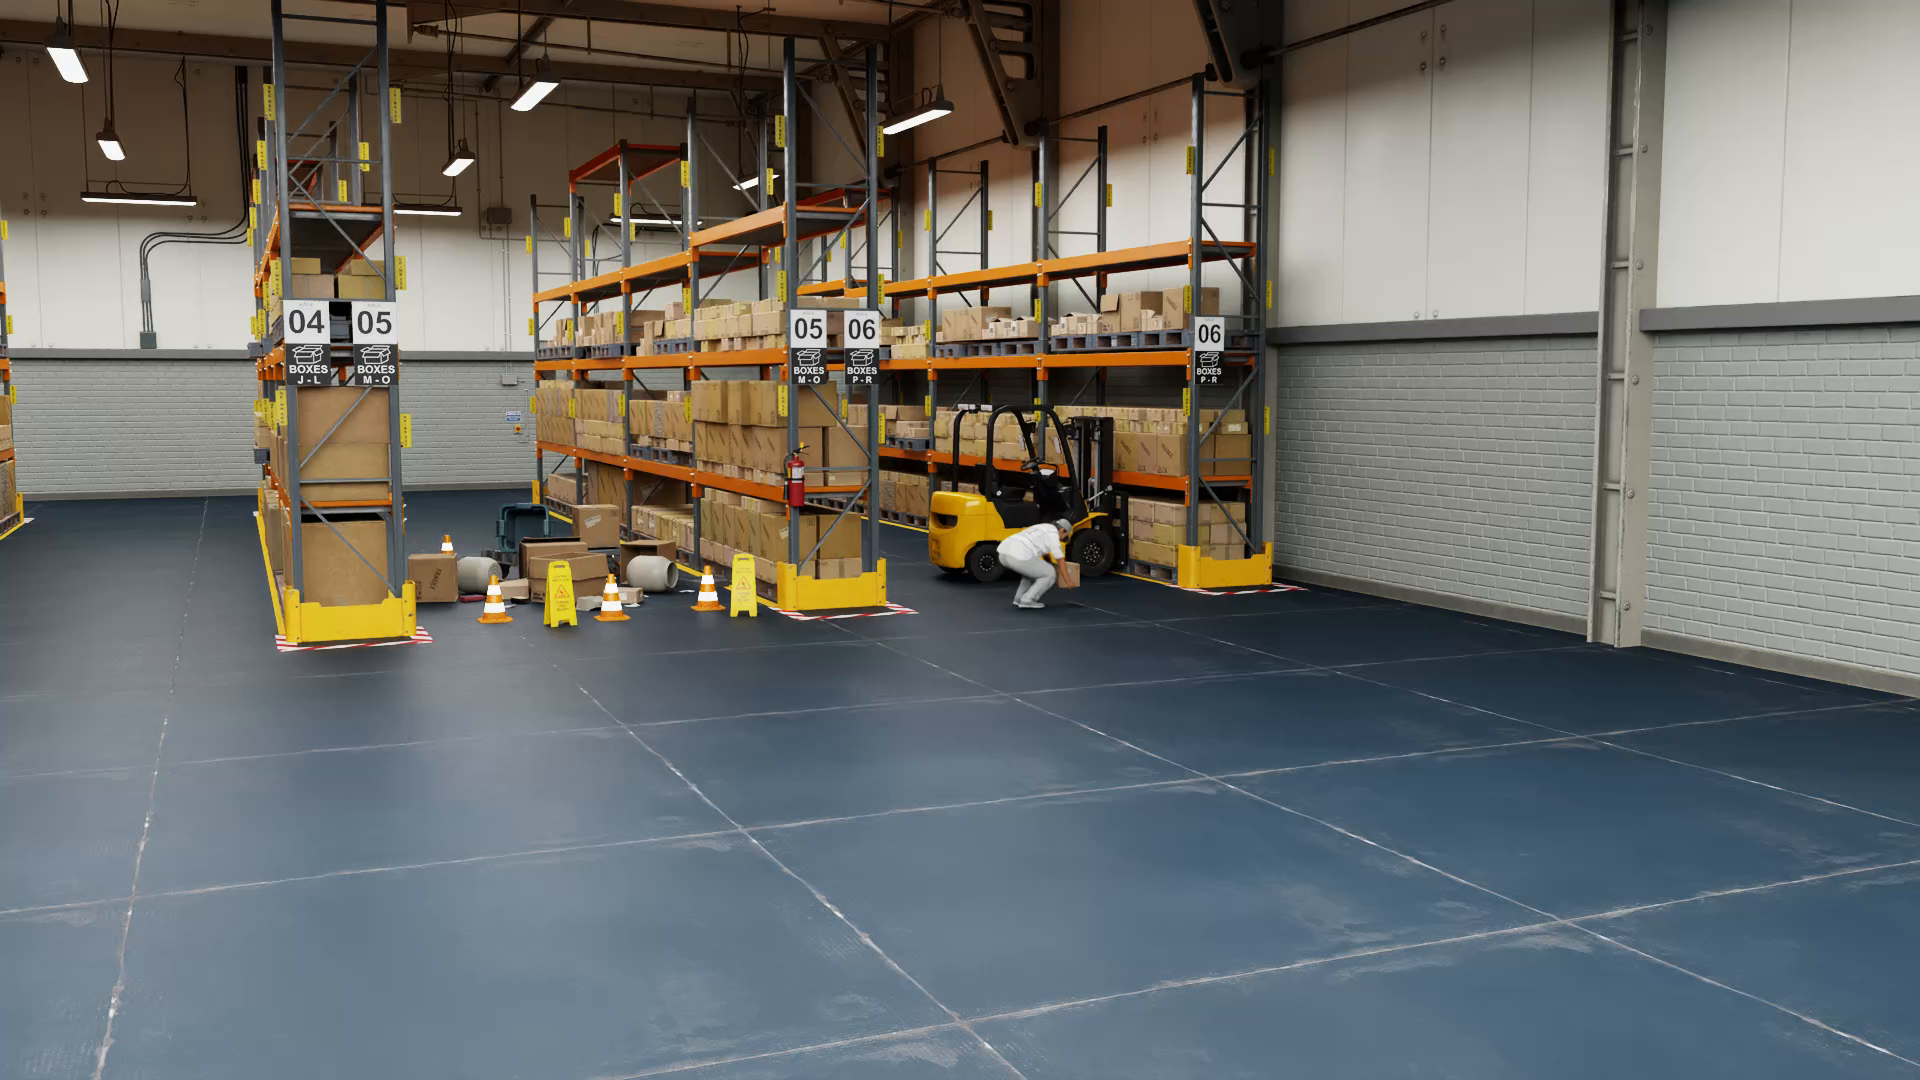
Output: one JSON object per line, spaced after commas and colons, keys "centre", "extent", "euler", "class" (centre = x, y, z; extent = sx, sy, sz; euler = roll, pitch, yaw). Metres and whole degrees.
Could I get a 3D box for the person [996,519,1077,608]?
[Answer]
{"centre": [0.838, 0.257, 18.139], "extent": [0.892, 0.944, 0.502], "euler": [-3, 6, -25], "class": "person"}
